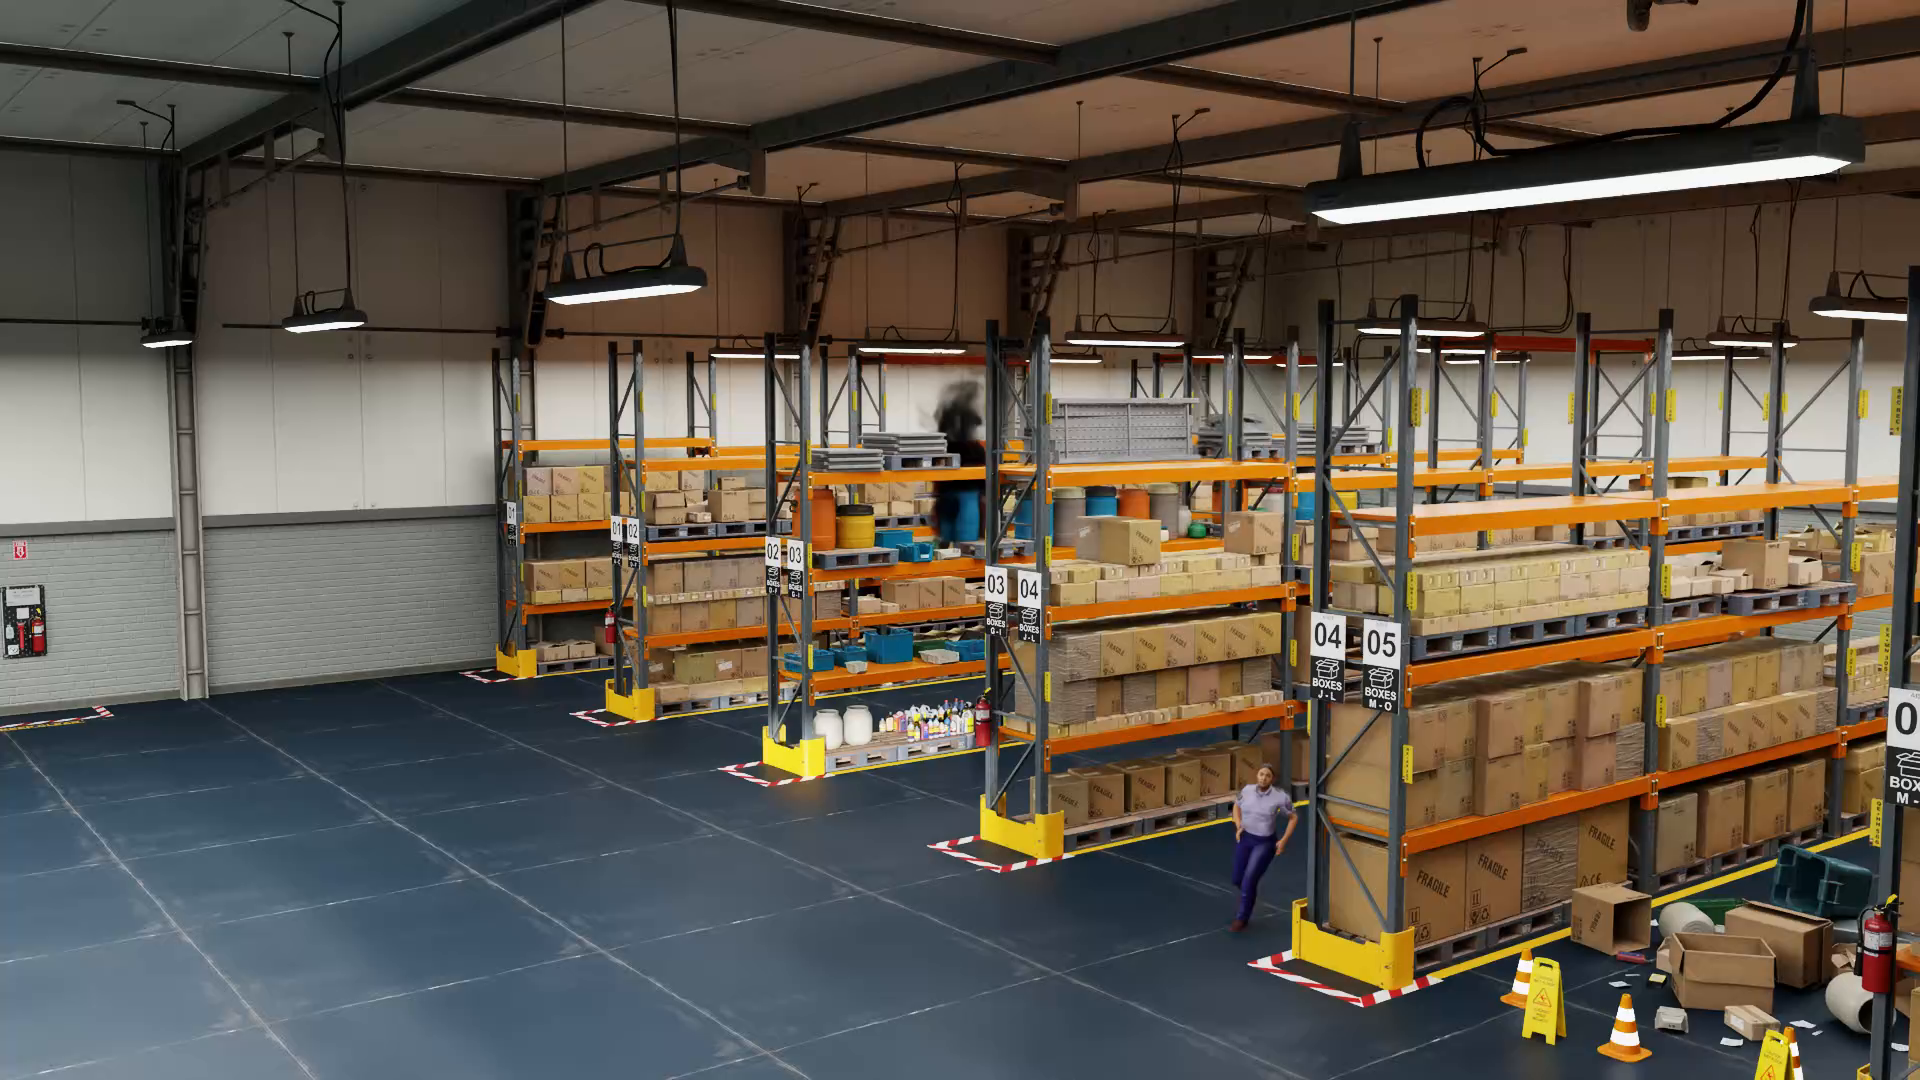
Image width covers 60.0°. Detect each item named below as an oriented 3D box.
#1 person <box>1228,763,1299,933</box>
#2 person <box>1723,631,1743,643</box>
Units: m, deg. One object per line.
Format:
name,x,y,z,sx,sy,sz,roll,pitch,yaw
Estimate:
person,2.930,2.960,16.158,0.698,1.608,0.742,3,6,32
person,11.489,2.131,24.709,0.624,1.732,0.681,-4,7,-41
